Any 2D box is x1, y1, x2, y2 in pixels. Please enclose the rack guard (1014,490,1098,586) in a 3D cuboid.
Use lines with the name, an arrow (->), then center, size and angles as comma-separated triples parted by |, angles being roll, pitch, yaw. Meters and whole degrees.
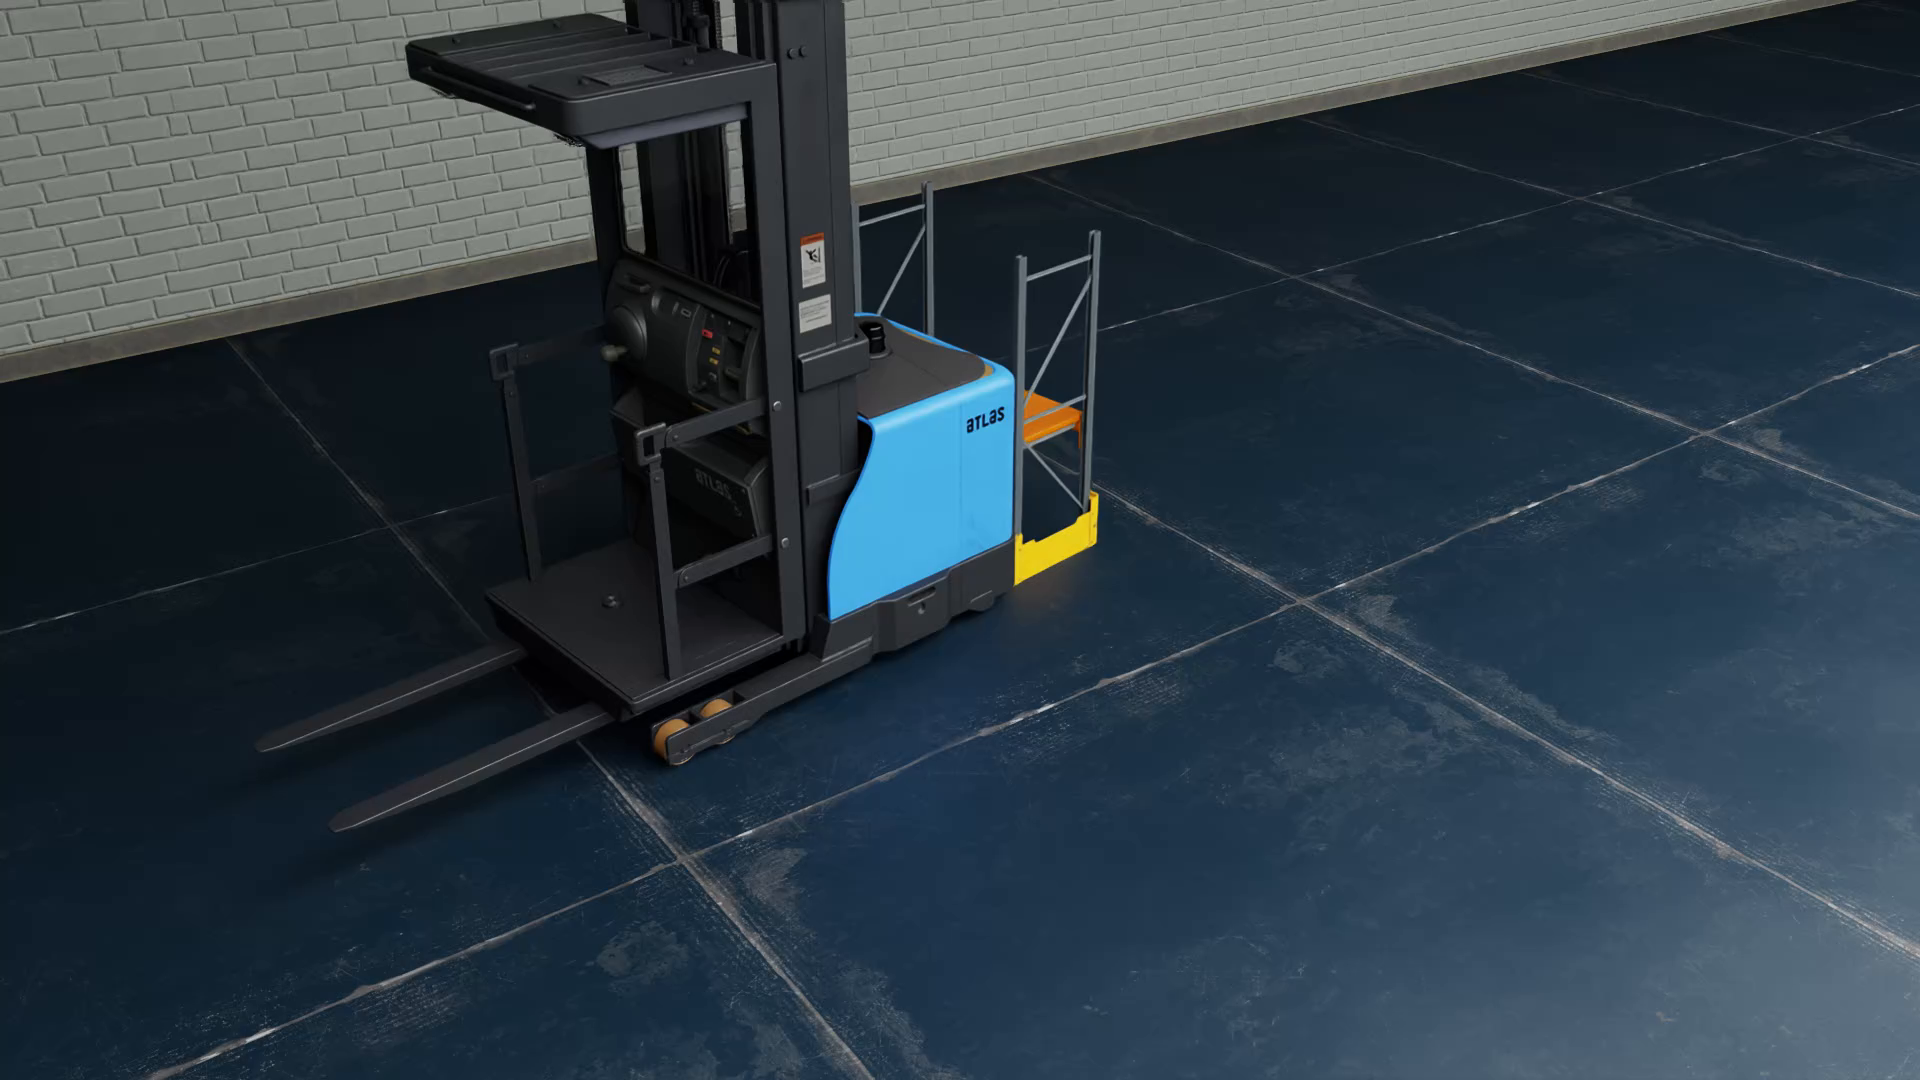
rack guard -> 0.405, -0.013, 7.512 | 0.587, 0.250, 0.087 | -25, 37, -38

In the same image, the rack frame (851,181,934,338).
rack frame -> -0.312, -0.905, 7.845 | 0.500, 1.500, 0.032 | -25, 37, -38

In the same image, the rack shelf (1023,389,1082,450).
rack shelf -> 0.047, -0.575, 7.615 | 0.538, 0.185, 1.000 | -25, 37, -38

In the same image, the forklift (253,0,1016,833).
forklift -> -1.186, -0.731, 6.025 | 3.031, 2.935, 1.130 | -24, 36, -37

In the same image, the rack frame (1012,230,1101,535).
rack frame -> 0.406, -0.562, 7.213 | 0.500, 1.500, 0.032 | -25, 37, -38

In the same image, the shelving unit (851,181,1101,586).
shelving unit -> 0.054, -0.730, 7.523 | 0.587, 1.500, 1.083 | -25, 37, -38
